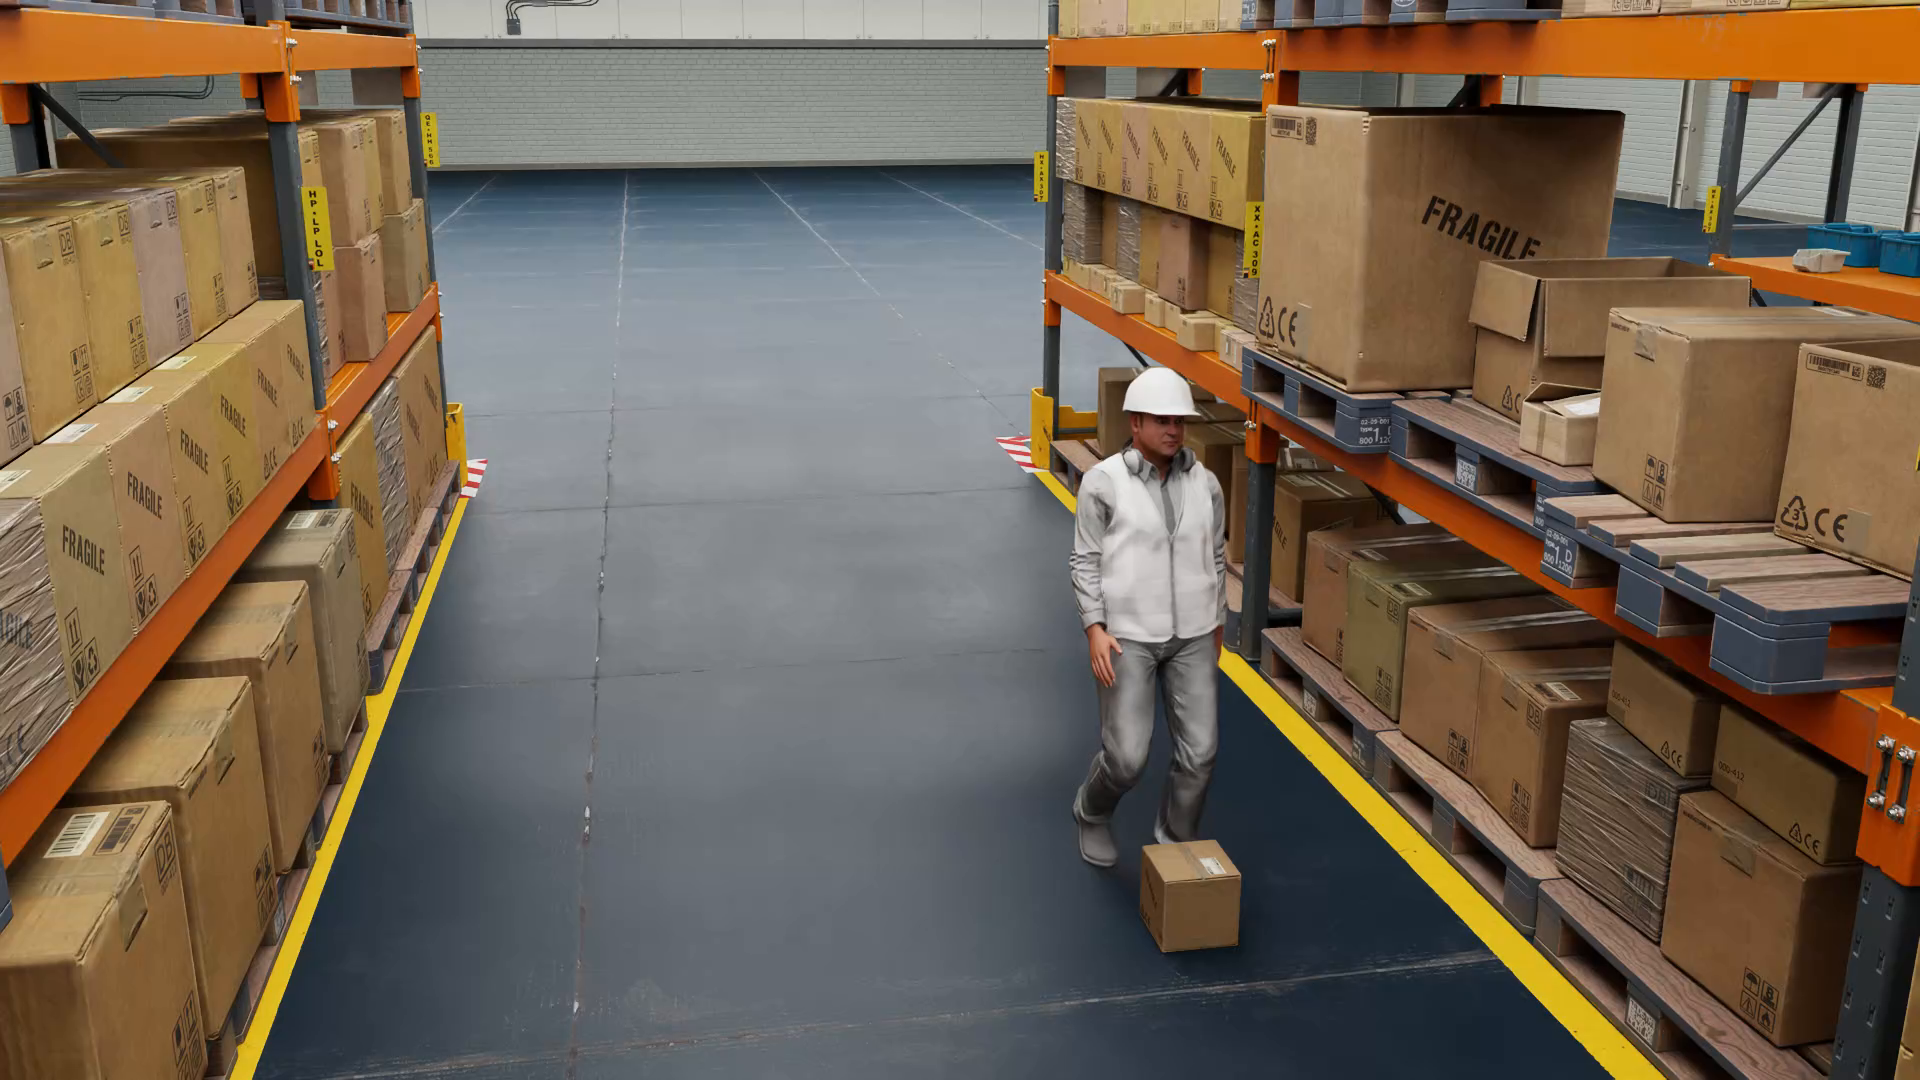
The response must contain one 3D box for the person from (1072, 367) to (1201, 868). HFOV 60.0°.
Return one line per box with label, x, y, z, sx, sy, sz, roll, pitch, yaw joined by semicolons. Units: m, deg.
person;4.223;-1.840;5.592;7.689;5.811;11.420;-5;17;-15
